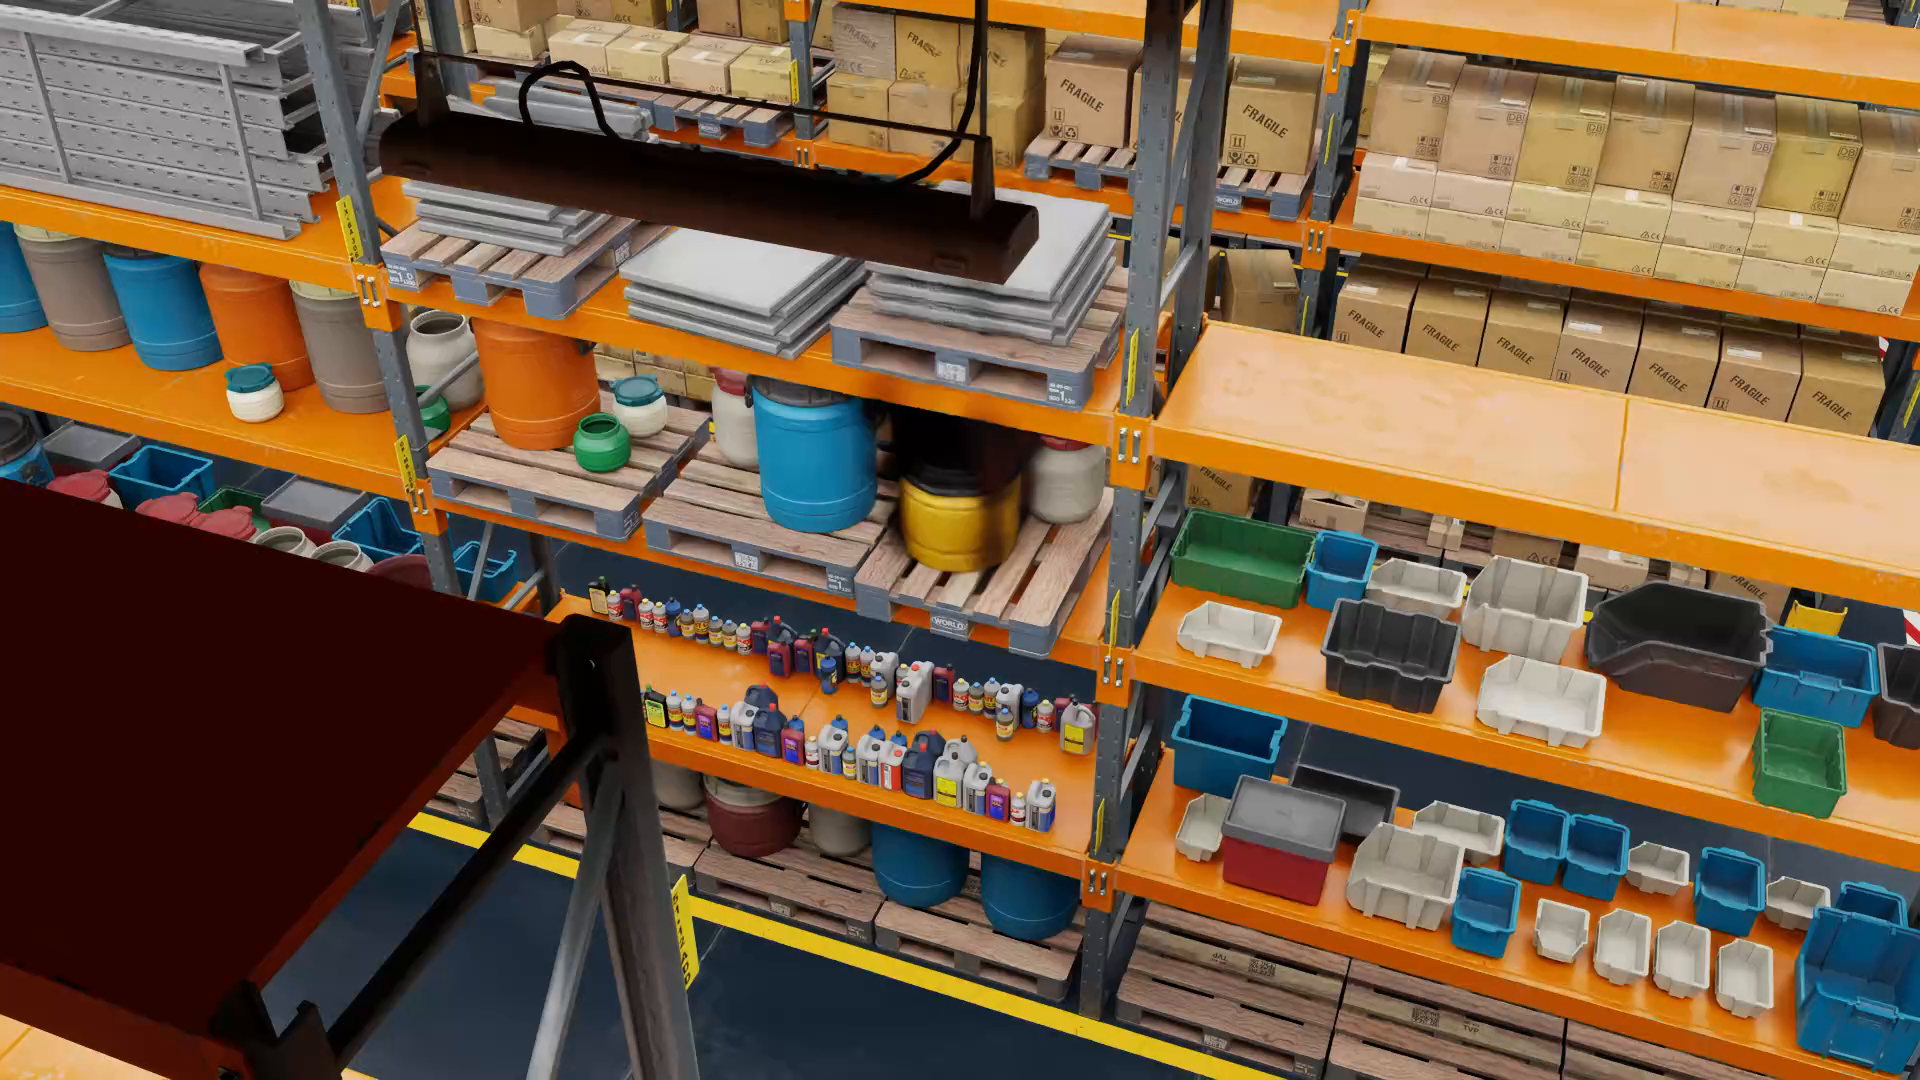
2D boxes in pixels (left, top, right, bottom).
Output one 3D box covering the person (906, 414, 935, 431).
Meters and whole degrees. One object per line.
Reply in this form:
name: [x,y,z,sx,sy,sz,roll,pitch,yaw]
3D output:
person: [-0.199,-0.155,12.092,0.843,1.806,0.669,6,37,8]
